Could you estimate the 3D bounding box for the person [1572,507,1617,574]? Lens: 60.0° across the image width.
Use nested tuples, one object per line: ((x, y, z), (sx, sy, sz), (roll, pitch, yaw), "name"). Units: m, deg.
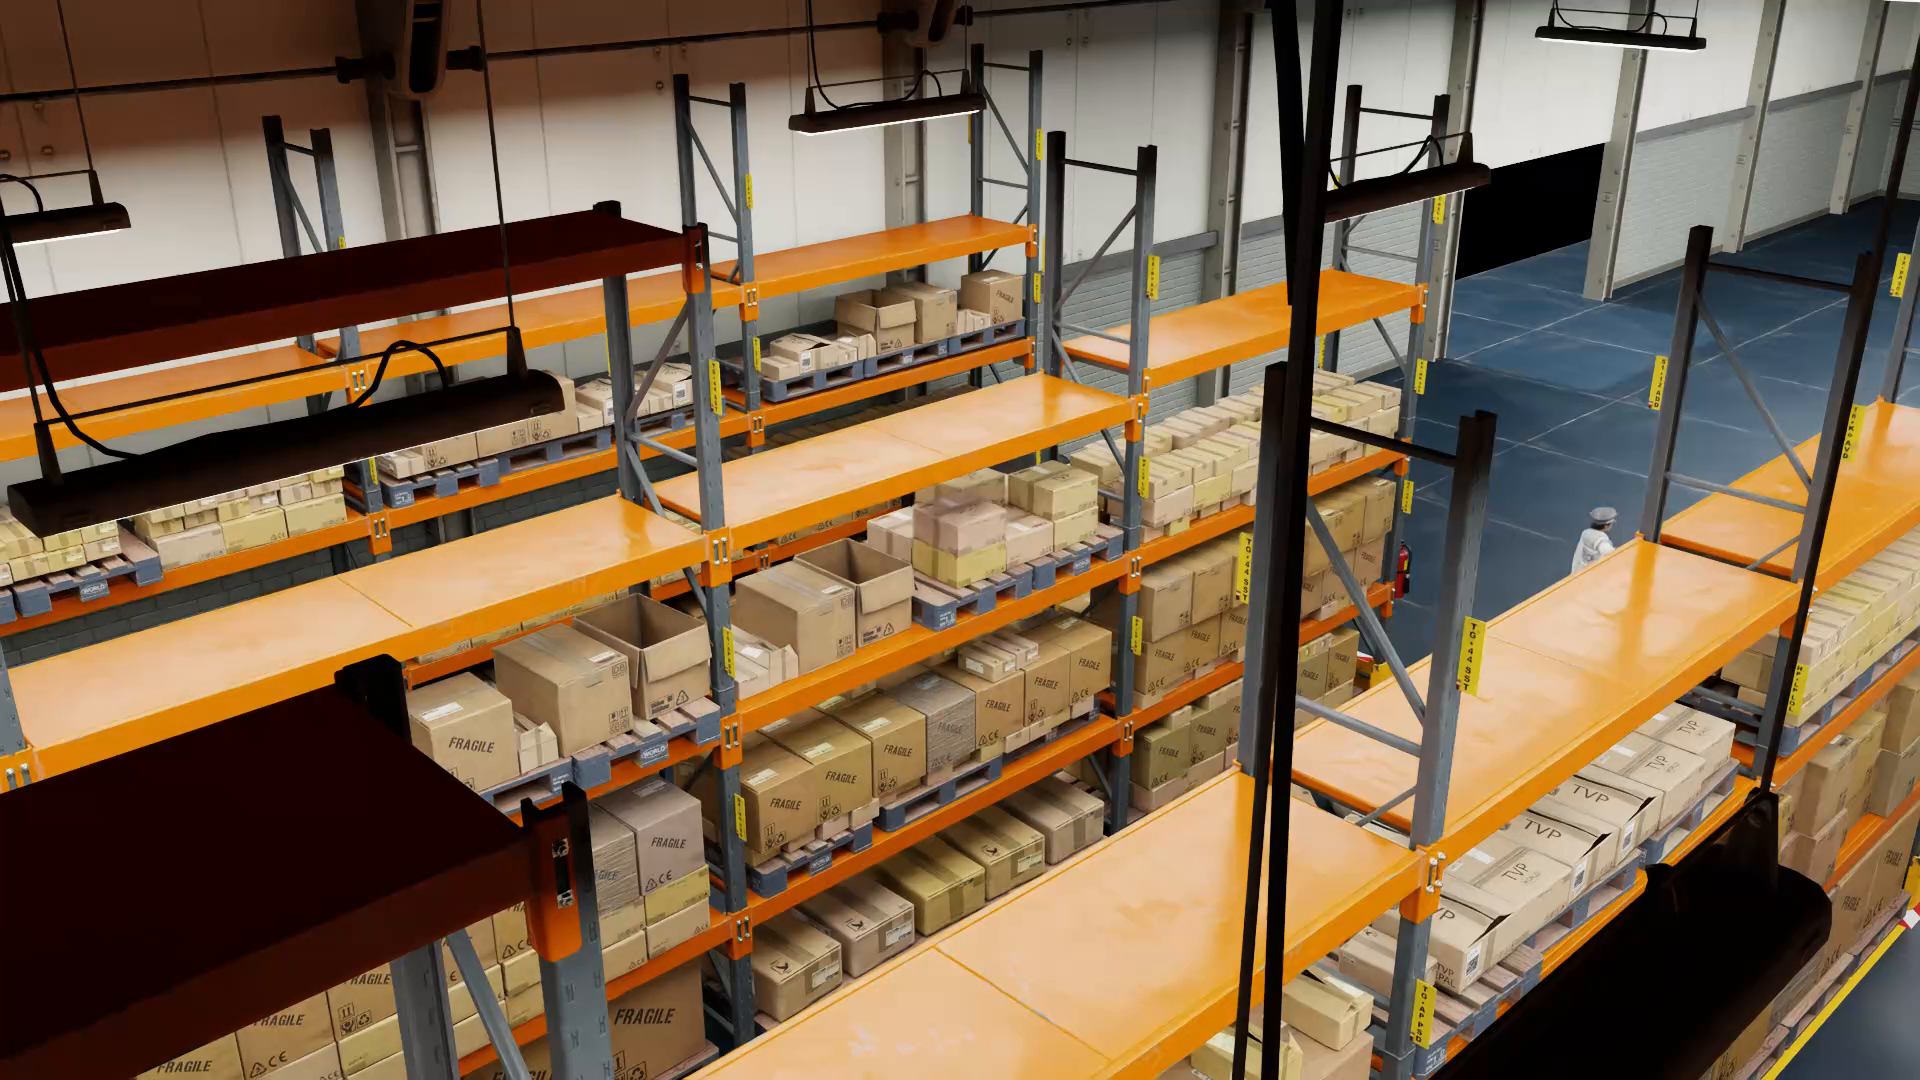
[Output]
((6.782, 0.419, 17.680), (1.010, 1.613, 0.515), (-1, 22, -1), "person")
